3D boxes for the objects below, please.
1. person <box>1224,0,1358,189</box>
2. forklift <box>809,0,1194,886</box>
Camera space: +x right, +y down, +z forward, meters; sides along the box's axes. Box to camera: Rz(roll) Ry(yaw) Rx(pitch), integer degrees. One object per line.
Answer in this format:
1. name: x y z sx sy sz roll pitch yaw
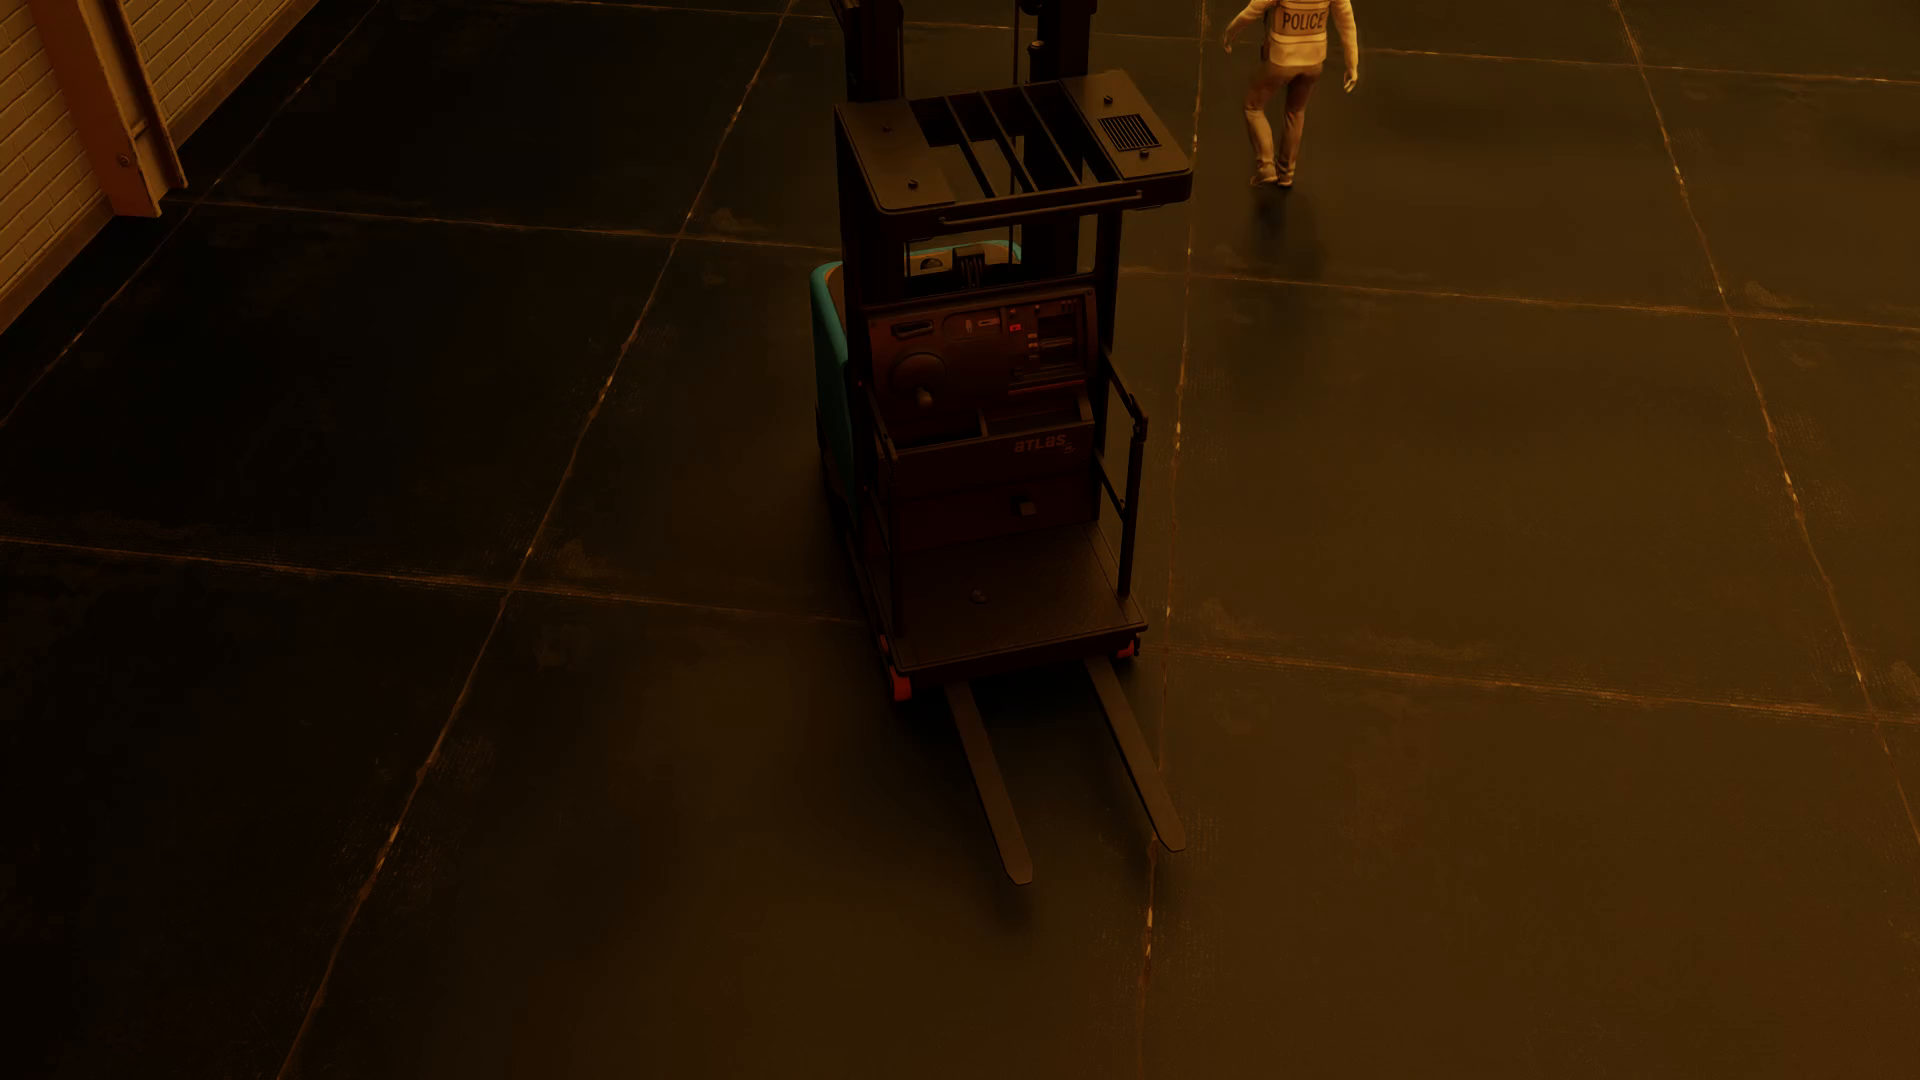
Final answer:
1. person: 1.939 -2.782 9.708 0.721 1.648 0.555 -5 43 -5
2. forklift: 0.153 -0.681 6.465 1.130 2.935 3.031 -10 44 -11
